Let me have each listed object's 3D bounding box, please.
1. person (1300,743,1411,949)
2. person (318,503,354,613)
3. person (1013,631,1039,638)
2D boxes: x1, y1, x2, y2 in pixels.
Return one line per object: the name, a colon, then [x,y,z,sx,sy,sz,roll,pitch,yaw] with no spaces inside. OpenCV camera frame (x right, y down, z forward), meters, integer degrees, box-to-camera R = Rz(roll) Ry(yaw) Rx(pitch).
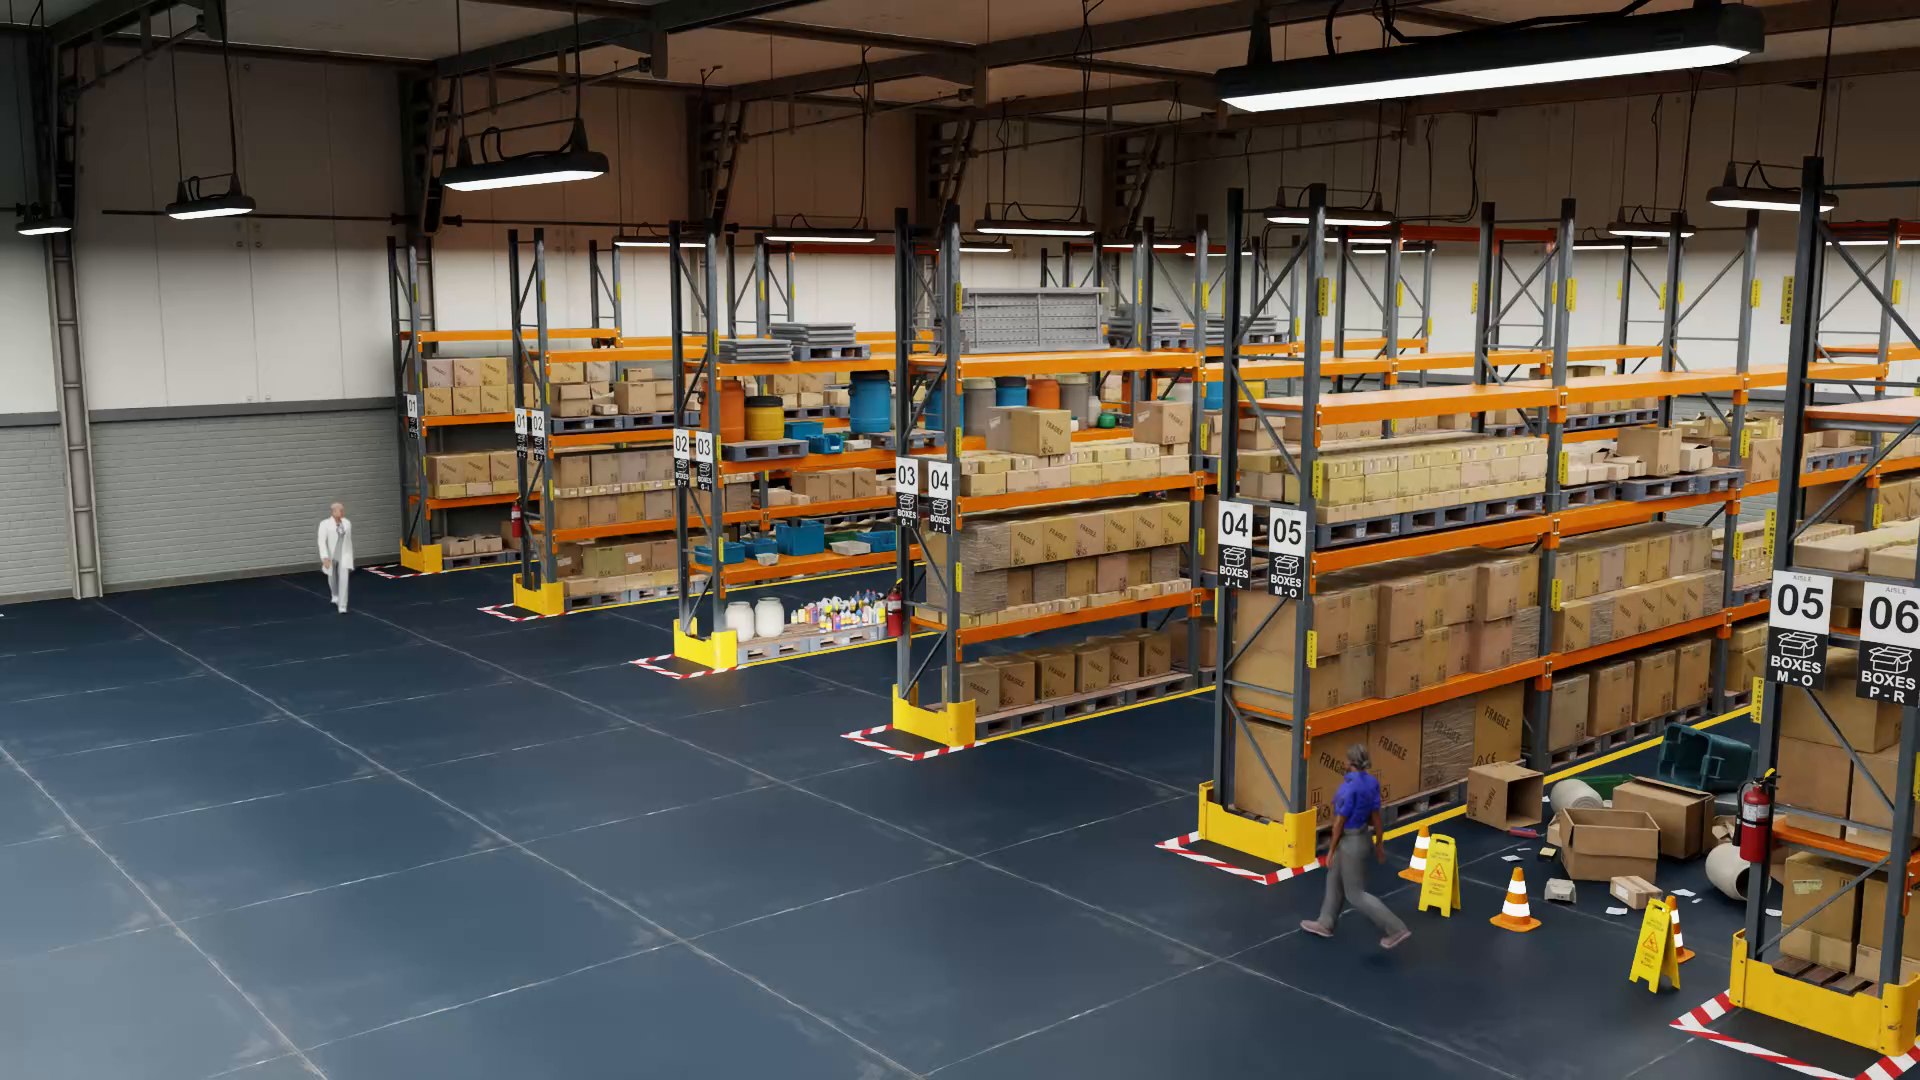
person: [3.094,2.386,12.966,0.928,1.626,0.427,4,10,26]
person: [-9.889,0.264,26.410,0.514,1.731,1.097,-2,9,-14]
person: [1.003,0.585,24.574,0.474,1.714,0.499,-1,9,-7]
